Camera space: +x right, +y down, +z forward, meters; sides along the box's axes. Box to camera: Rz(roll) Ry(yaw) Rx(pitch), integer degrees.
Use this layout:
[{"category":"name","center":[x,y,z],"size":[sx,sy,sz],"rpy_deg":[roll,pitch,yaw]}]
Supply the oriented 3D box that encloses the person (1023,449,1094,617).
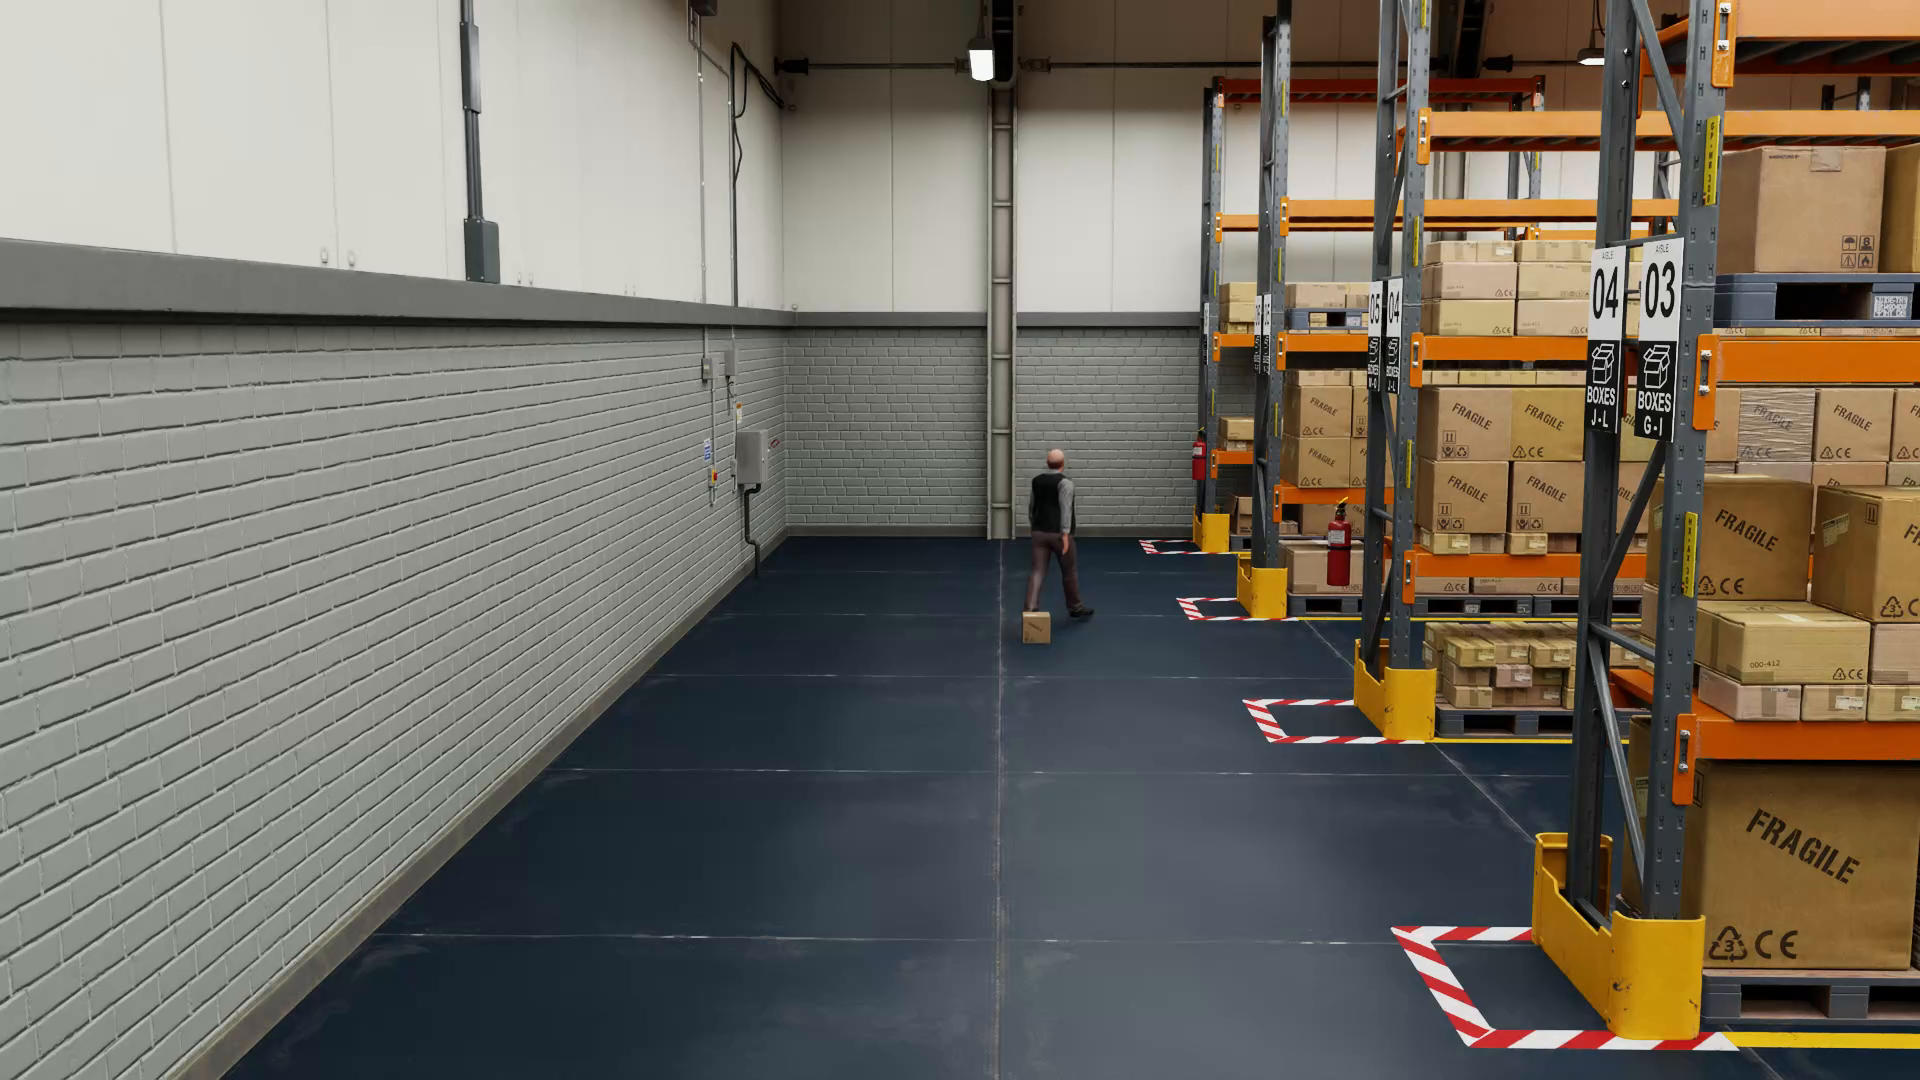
[{"category":"person","center":[0.894,-0.047,16.145],"size":[0.565,1.662,1.007],"rpy_deg":[4,8,32]}]
